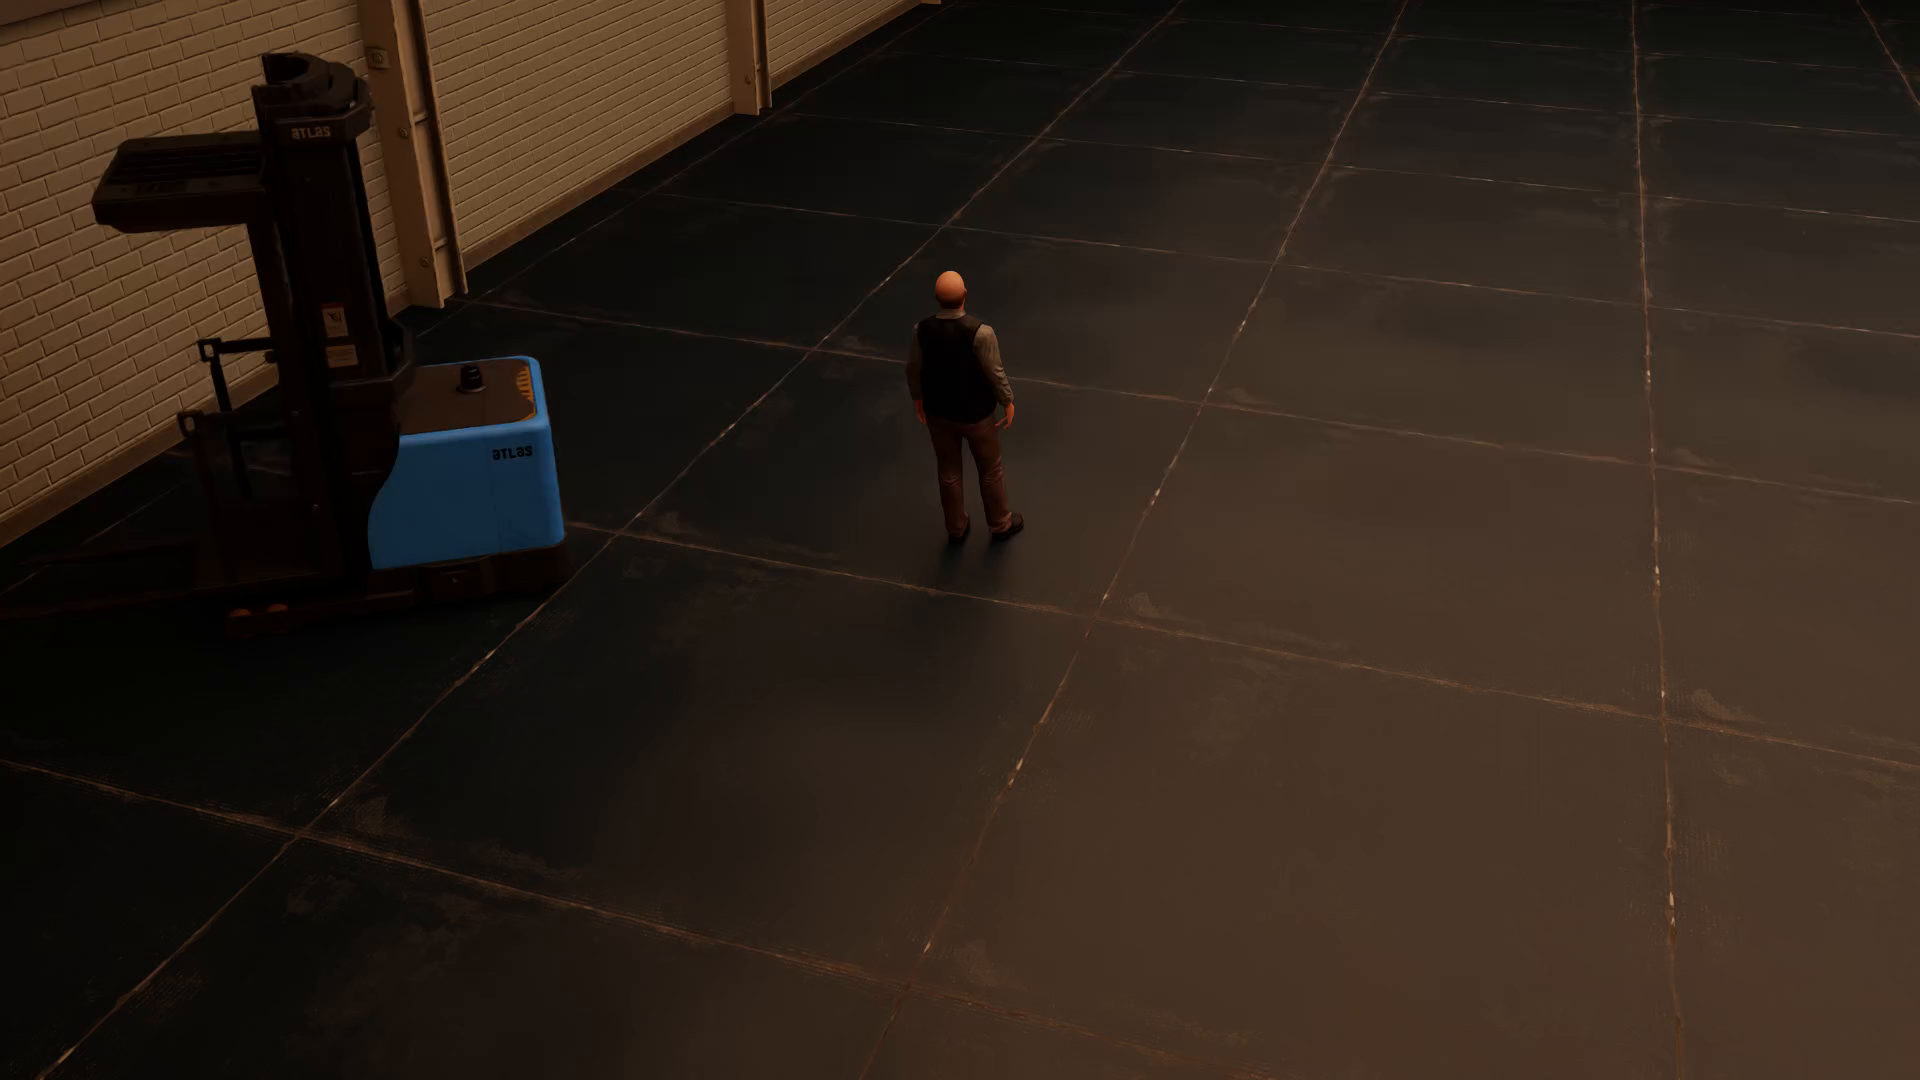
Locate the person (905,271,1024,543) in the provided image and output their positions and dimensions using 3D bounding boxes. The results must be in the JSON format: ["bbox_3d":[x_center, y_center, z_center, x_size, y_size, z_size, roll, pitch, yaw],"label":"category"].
[{"bbox_3d":[0.028,-0.782,9.715,0.632,1.720,0.568,10,31,16],"label":"person"}]

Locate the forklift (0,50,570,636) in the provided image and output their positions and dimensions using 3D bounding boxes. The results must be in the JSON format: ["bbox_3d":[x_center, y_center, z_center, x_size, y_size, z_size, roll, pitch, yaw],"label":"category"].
[{"bbox_3d":[-3.823,-1.031,8.944,3.031,2.935,1.130,-7,30,-12],"label":"forklift"}]
